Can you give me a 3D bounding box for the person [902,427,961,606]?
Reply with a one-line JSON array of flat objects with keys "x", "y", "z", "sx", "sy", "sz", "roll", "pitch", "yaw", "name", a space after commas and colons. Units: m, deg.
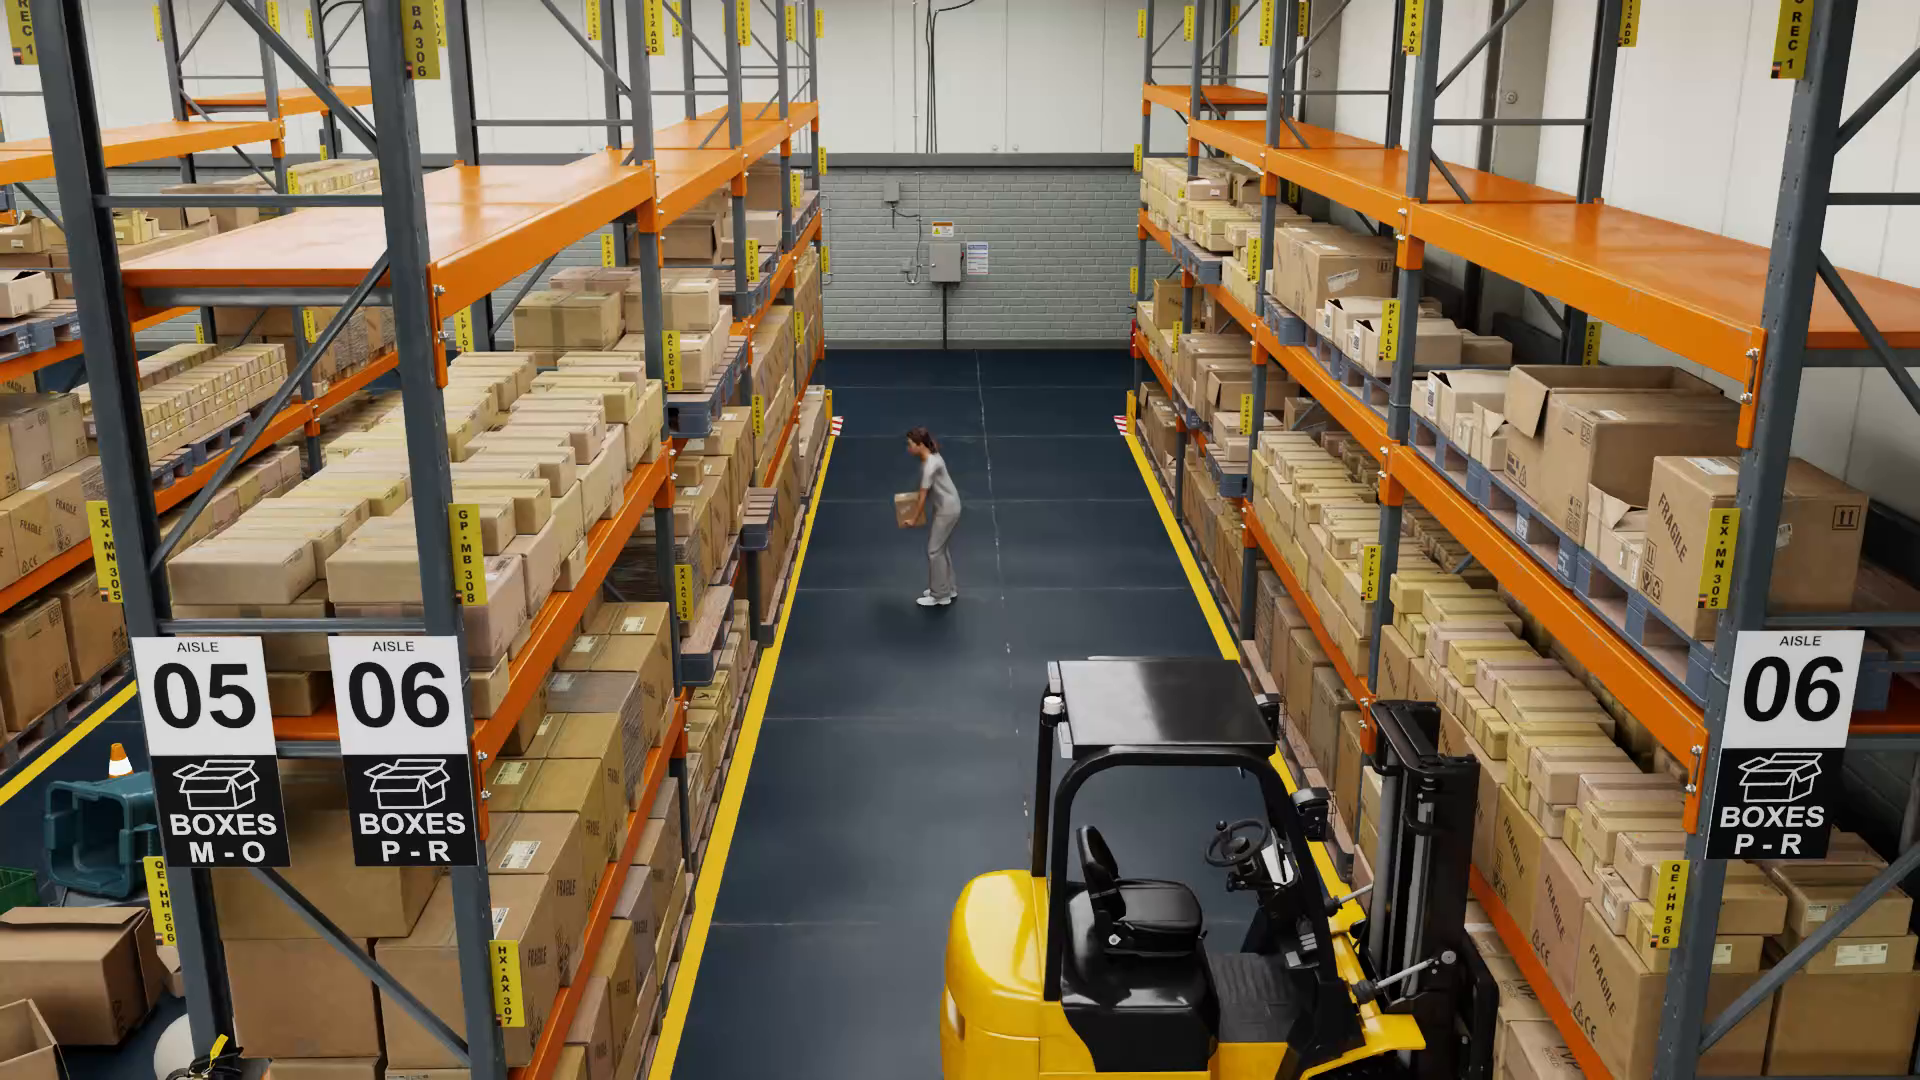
[{"x": -0.255, "y": -0.219, "z": 14.850, "sx": 0.536, "sy": 1.626, "sz": 0.405, "roll": -1, "pitch": 17, "yaw": -2, "name": "person"}]
